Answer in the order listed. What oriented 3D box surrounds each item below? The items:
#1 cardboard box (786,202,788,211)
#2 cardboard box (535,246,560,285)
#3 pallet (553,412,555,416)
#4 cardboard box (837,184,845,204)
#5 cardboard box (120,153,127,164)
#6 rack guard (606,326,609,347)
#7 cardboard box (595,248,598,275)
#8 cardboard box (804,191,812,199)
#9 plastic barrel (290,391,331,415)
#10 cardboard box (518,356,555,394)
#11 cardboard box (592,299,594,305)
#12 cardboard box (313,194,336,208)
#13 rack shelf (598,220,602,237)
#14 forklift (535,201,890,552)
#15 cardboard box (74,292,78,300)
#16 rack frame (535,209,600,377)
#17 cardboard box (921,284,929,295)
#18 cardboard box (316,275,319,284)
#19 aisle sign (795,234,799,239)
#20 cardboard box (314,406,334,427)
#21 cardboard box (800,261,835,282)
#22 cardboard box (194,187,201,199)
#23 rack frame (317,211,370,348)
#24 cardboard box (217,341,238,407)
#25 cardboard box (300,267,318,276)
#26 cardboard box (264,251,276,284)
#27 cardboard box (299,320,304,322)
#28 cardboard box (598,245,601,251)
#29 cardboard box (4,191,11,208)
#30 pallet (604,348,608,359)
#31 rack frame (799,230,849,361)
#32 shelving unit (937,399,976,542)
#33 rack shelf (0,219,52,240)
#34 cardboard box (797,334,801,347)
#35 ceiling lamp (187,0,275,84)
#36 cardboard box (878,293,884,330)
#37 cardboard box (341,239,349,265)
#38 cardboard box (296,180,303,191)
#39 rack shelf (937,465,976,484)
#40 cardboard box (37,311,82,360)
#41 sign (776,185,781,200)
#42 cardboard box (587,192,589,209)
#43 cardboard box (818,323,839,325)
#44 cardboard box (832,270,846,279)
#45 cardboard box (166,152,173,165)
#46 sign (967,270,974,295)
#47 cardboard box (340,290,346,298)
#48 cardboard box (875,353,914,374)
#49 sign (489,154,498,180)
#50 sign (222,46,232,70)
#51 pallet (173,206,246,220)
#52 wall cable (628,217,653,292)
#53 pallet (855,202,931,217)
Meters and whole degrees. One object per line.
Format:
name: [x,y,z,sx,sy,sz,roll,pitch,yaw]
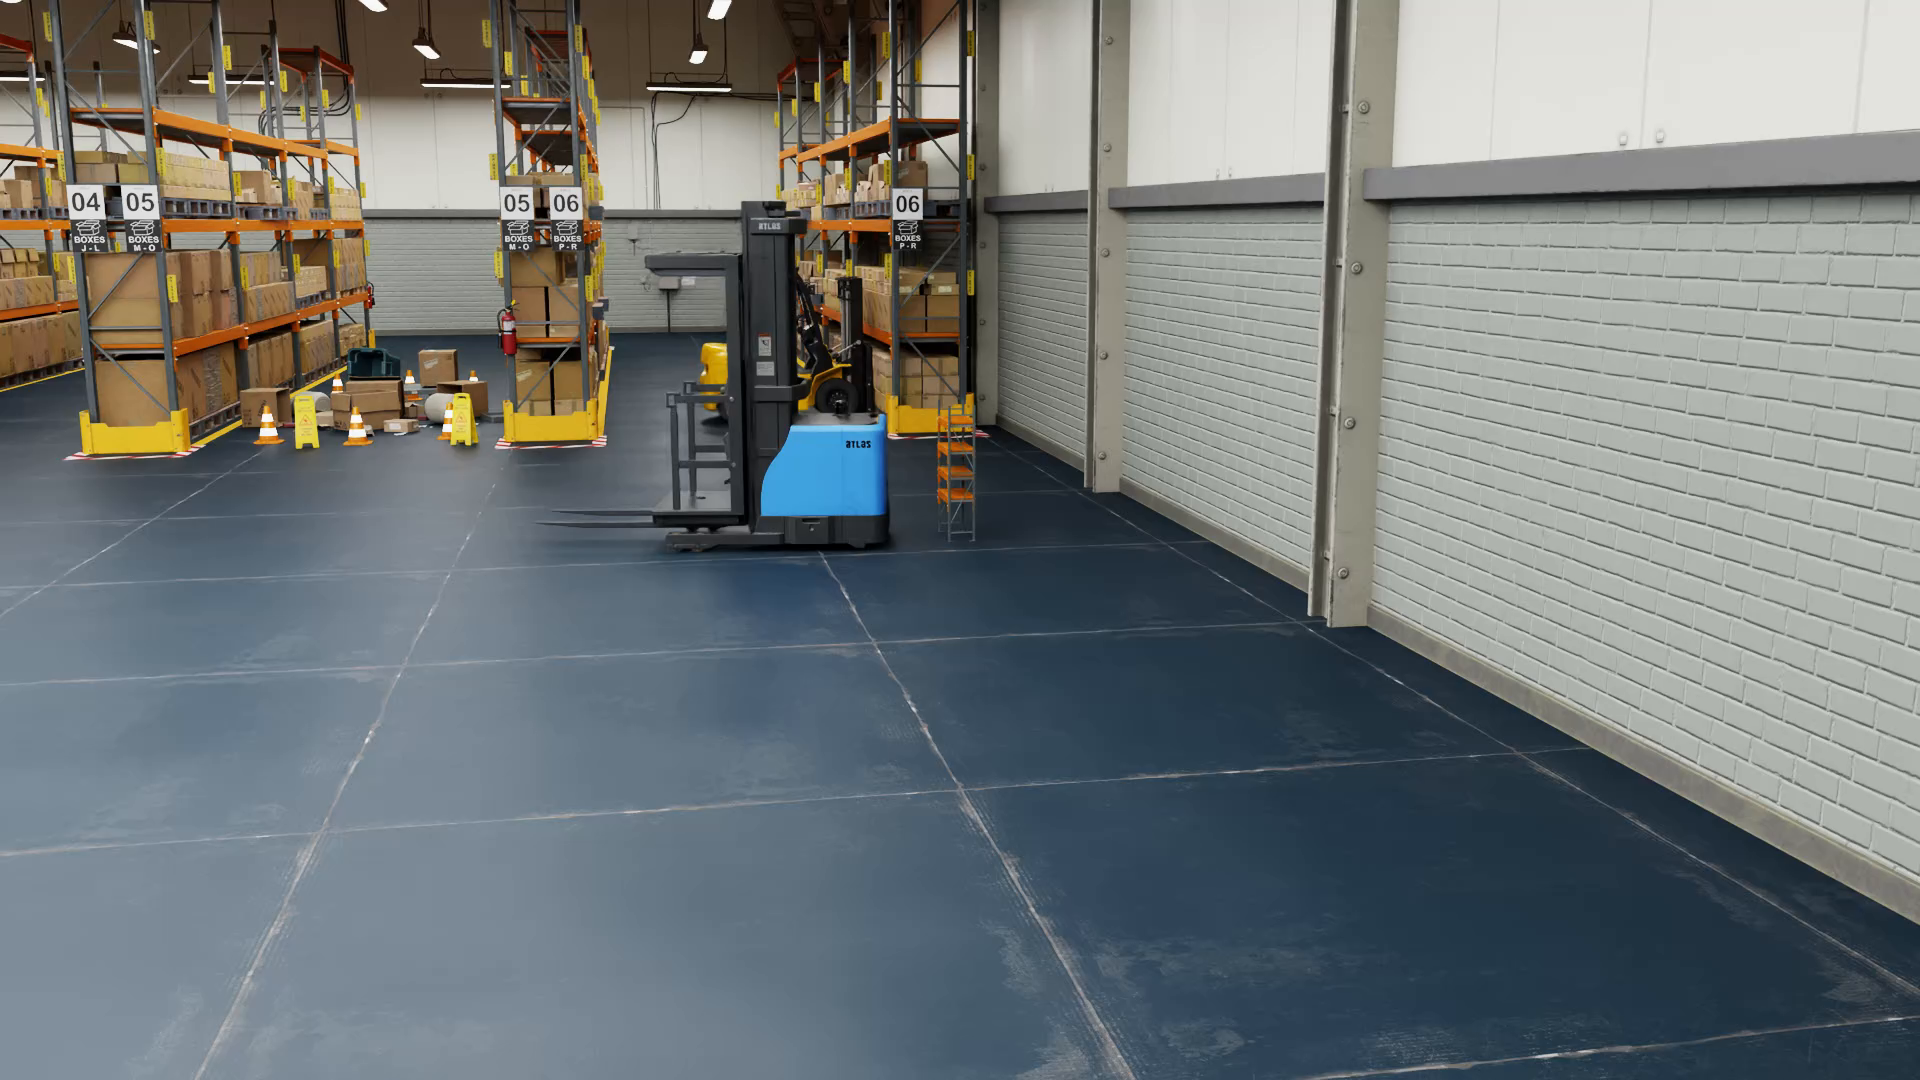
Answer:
cardboard box: [-3.496,-7.153,35.838,0.500,0.250,0.500,-2,11,-13]
cardboard box: [-5.682,-3.635,22.033,0.700,0.500,0.500,-2,11,-10]
pallet: [-5.415,-1.564,22.348,1.003,0.211,1.213,-2,11,-11]
cardboard box: [-1.716,-5.634,27.100,0.500,0.311,0.500,-3,11,-13]
cardboard box: [-10.660,-4.758,20.798,0.380,0.149,0.250,-2,11,-10]
rack guard: [-8.394,-4.480,36.899,1.175,0.500,0.348,-2,11,-11]
cardboard box: [-6.880,-5.062,30.330,0.500,0.500,0.500,-2,11,-9]
cardboard box: [-2.758,-6.552,31.562,0.380,0.149,0.250,-2,11,-11]
plastic barrel: [-9.165,-1.887,23.476,0.512,0.421,0.421,6,12,28]
cardboard box: [-5.793,-2.226,22.596,0.500,0.500,0.500,-2,11,-9]
cardboard box: [-5.853,-3.699,25.656,0.380,0.149,0.250,-2,11,-10]
cardboard box: [-12.305,-6.514,31.941,0.500,0.250,0.500,-2,11,-9]
rack shelf: [-8.000,-6.457,34.502,1.077,0.370,4.000,-2,11,-11]
forklift: [-2.147,-1.435,14.398,3.031,2.935,1.130,0,11,-1]
cardboard box: [-17.219,-4.697,32.026,0.380,0.149,0.250,-2,11,-13]
rack frame: [-6.833,-4.237,28.933,1.000,3.000,0.127,-2,11,-11]
cardboard box: [-0.331,-3.433,22.708,0.380,0.149,0.250,-2,11,-11]
cardboard box: [-12.020,-4.791,30.599,0.380,0.149,0.250,-2,11,-13]
aisle sign: [-3.822,-7.164,37.360,0.394,0.787,0.004,-2,11,-11]
cardboard box: [-8.750,-1.713,22.987,0.396,0.266,0.258,0,11,-1]
cardboard box: [-2.767,-5.215,32.683,0.700,0.500,0.500,-2,11,-10]
cardboard box: [-10.161,-4.529,21.728,0.380,0.149,0.250,-2,11,-10]
rack frame: [-13.225,-5.505,35.599,1.000,3.000,0.127,-2,11,-11]
cardboard box: [-10.837,-2.349,23.575,0.875,0.875,0.875,-2,11,-10]
cardboard box: [-12.024,-4.935,30.562,0.380,0.149,0.250,-2,11,-11]
cardboard box: [-11.492,-4.403,26.866,0.700,0.500,0.500,-2,11,-12]
cardboard box: [-12.562,-3.973,31.106,0.500,0.250,0.500,-3,11,-14]
cardboard box: [-7.742,-5.887,34.660,0.500,0.500,0.500,-2,11,-11]
cardboard box: [-17.207,-6.041,29.508,0.500,0.311,0.500,-3,11,-13]
pallet: [-7.682,-3.743,33.796,1.003,0.211,1.213,-2,11,-11]
rack frame: [-2.743,-5.151,33.739,1.000,3.000,0.127,-2,11,-11]
shelving unit: [-0.032,-0.620,14.744,0.258,1.200,0.503,-2,11,-11]
rack shelf: [-16.943,-5.363,28.754,1.077,0.370,4.000,-2,11,-11]
cardboard box: [-3.209,-4.172,34.781,0.396,0.266,0.258,-2,11,-9]
ceiling lamp: [-16.145,-11.743,36.713,2.000,3.185,0.800,-2,11,-11]
cardboard box: [-0.854,-3.176,23.093,0.500,0.500,0.500,-2,11,-9]
cardboard box: [-12.479,-5.738,33.083,0.500,0.500,0.500,-2,11,-10]
cardboard box: [-12.275,-6.214,29.901,0.797,0.503,0.637,-2,11,-12]
rack shelf: [-0.032,-0.554,14.756,0.258,0.148,0.480,-2,11,-11]
cardboard box: [-17.382,-3.896,31.705,0.875,0.875,0.875,-2,11,-11]
sign: [-4.053,-7.768,37.128,0.100,0.325,0.005,-2,11,-11]
cardboard box: [-5.606,-4.885,23.924,0.500,0.250,0.500,-2,11,-12]
cardboard box: [-2.537,-4.087,31.976,0.380,0.149,0.250,-2,11,-11]
cardboard box: [-2.000,-4.574,28.702,0.380,0.149,0.250,-2,11,-10]
cardboard box: [-9.913,-4.687,20.425,0.380,0.149,0.250,-2,11,-11]
sign: [0.137,-3.434,22.188,0.100,0.325,0.005,-2,11,-11]
cardboard box: [-12.439,-4.903,33.104,0.380,0.149,0.250,-2,11,-10]
cardboard box: [-0.909,-2.464,23.176,0.500,0.250,0.500,-2,11,-10]
sign: [-5.825,-4.661,20.774,0.100,0.325,0.005,-2,11,-11]
sign: [-10.342,-6.804,23.455,0.100,0.325,0.005,-2,11,-11]
pallet: [-11.118,-4.850,24.647,0.805,0.209,1.217,-3,11,-13]
wall cable: [-8.120,-7.290,42.258,0.588,1.984,0.122,-2,11,-11]
pallet: [-0.996,-4.959,24.941,1.003,0.211,1.213,-2,11,-11]
